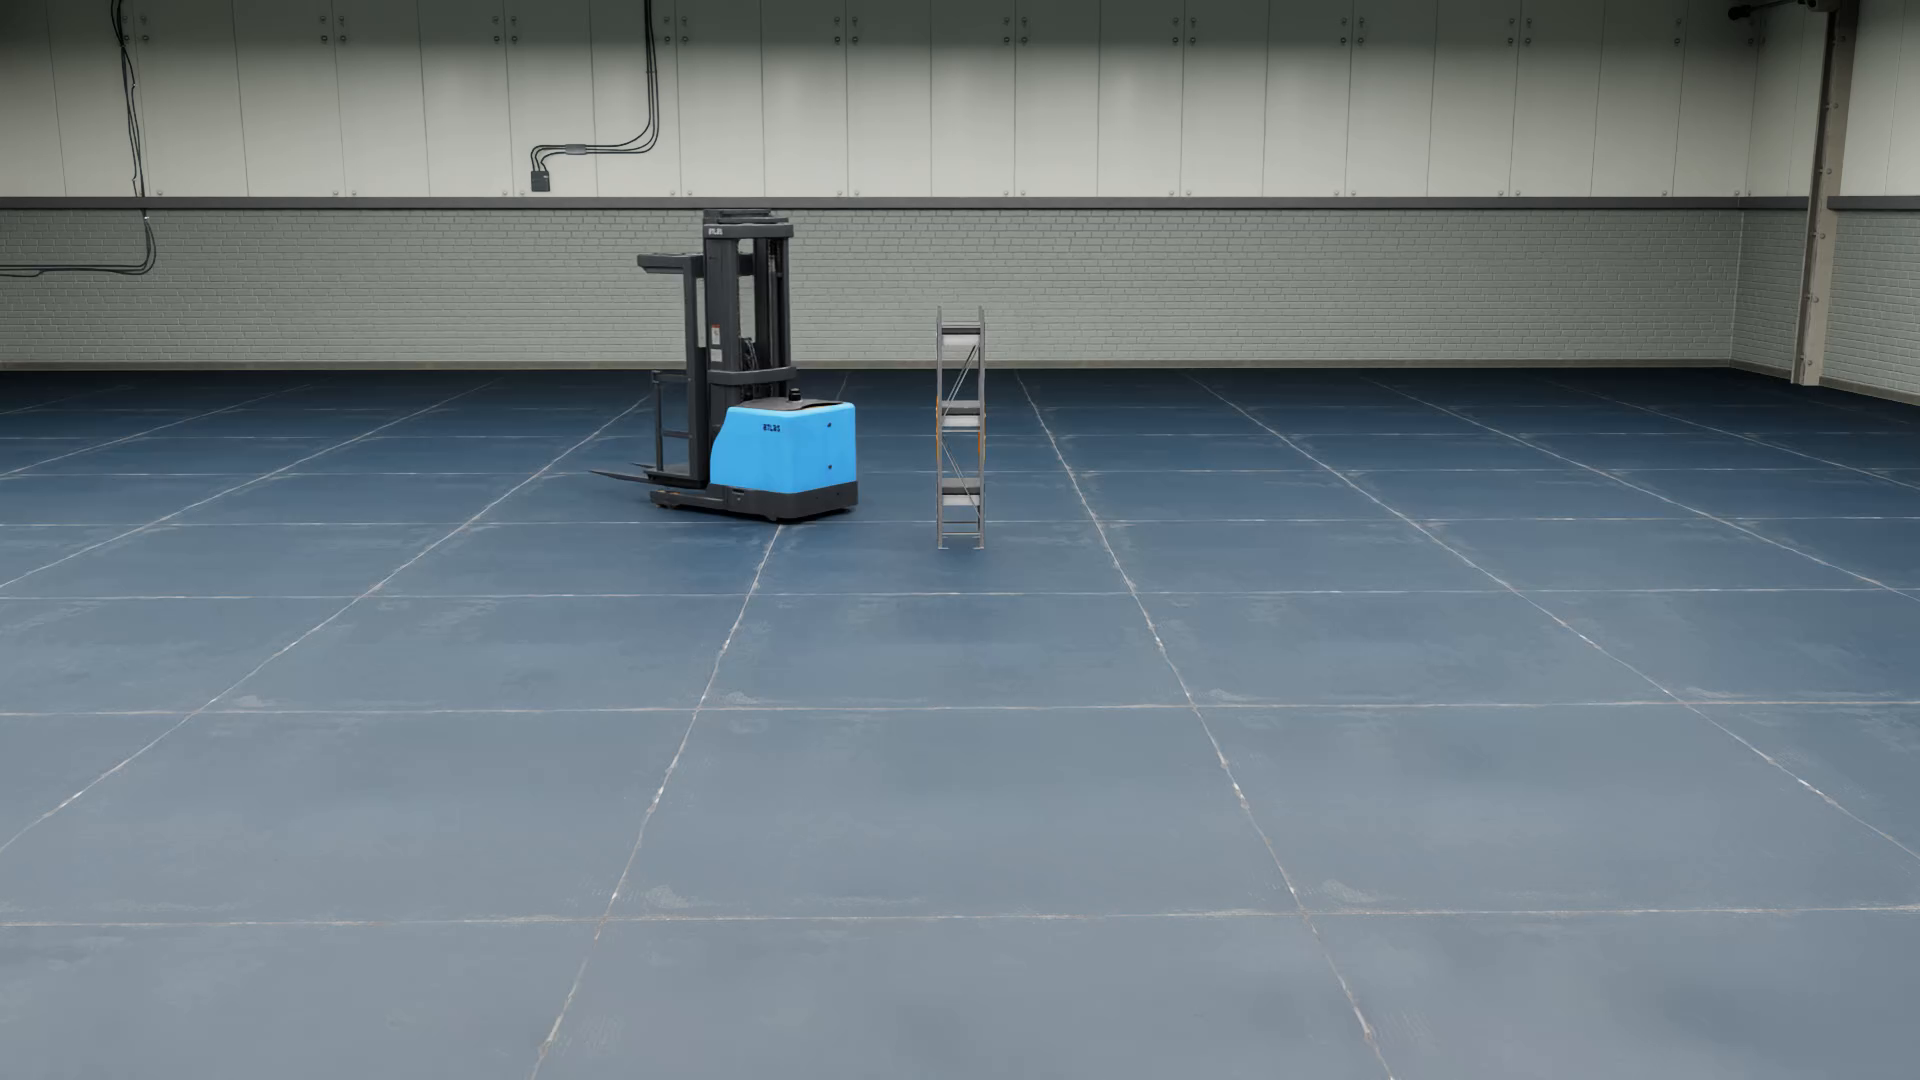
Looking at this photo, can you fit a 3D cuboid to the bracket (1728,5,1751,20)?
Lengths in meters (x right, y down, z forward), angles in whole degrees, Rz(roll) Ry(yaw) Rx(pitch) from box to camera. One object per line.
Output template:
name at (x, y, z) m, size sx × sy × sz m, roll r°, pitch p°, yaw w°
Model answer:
bracket at (13.817, -9.349, 29.456) m, size 0.235 × 0.232 × 0.430 m, roll 0°, pitch 11°, yaw -1°

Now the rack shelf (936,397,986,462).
rack shelf at (0.003, -0.983, 14.691) m, size 0.431 × 0.518 × 0.480 m, roll 0°, pitch 11°, yaw -1°

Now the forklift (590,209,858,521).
forklift at (-2.497, -1.823, 16.672) m, size 3.031 × 2.935 × 1.130 m, roll 8°, pitch 14°, yaw 36°

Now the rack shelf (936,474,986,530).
rack shelf at (0.003, -0.297, 14.830) m, size 0.431 × 0.518 × 0.480 m, roll 0°, pitch 11°, yaw -1°

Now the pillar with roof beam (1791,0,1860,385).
pillar with roof beam at (9.925, -7.015, 27.005) m, size 9.100 × 9.000 × 0.548 m, roll 0°, pitch 11°, yaw -1°

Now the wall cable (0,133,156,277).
wall cable at (-16.003, -5.973, 29.676) m, size 3.097 × 2.526 × 0.112 m, roll 0°, pitch 11°, yaw -1°

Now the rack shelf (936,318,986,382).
rack shelf at (0.003, -1.669, 14.552) m, size 0.431 × 0.518 × 0.480 m, roll 0°, pitch 11°, yaw -1°

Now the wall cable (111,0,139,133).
wall cable at (-13.298, -8.459, 29.229) m, size 3.097 × 2.526 × 0.112 m, roll 0°, pitch 11°, yaw -1°

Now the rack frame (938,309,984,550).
rack frame at (0.008, -0.948, 14.449) m, size 0.400 × 2.100 × 0.015 m, roll 0°, pitch 11°, yaw -1°

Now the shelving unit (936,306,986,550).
shelving unit at (0.003, -0.996, 14.688) m, size 0.431 × 2.100 × 0.503 m, roll 0°, pitch 11°, yaw -1°

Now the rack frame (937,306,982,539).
rack frame at (-0.002, -1.045, 14.927) m, size 0.400 × 2.100 × 0.015 m, roll 0°, pitch 11°, yaw -1°

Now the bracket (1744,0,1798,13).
bracket at (13.829, -9.232, 28.877) m, size 0.076 × 0.066 × 3.189 m, roll 0°, pitch 11°, yaw -1°

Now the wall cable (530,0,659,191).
wall cable at (-6.511, -9.197, 29.206) m, size 2.305 × 6.003 × 0.169 m, roll 0°, pitch 11°, yaw -1°

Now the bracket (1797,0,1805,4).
bracket at (13.866, -8.878, 27.133) m, size 0.235 × 0.232 × 0.430 m, roll 0°, pitch 11°, yaw -1°
